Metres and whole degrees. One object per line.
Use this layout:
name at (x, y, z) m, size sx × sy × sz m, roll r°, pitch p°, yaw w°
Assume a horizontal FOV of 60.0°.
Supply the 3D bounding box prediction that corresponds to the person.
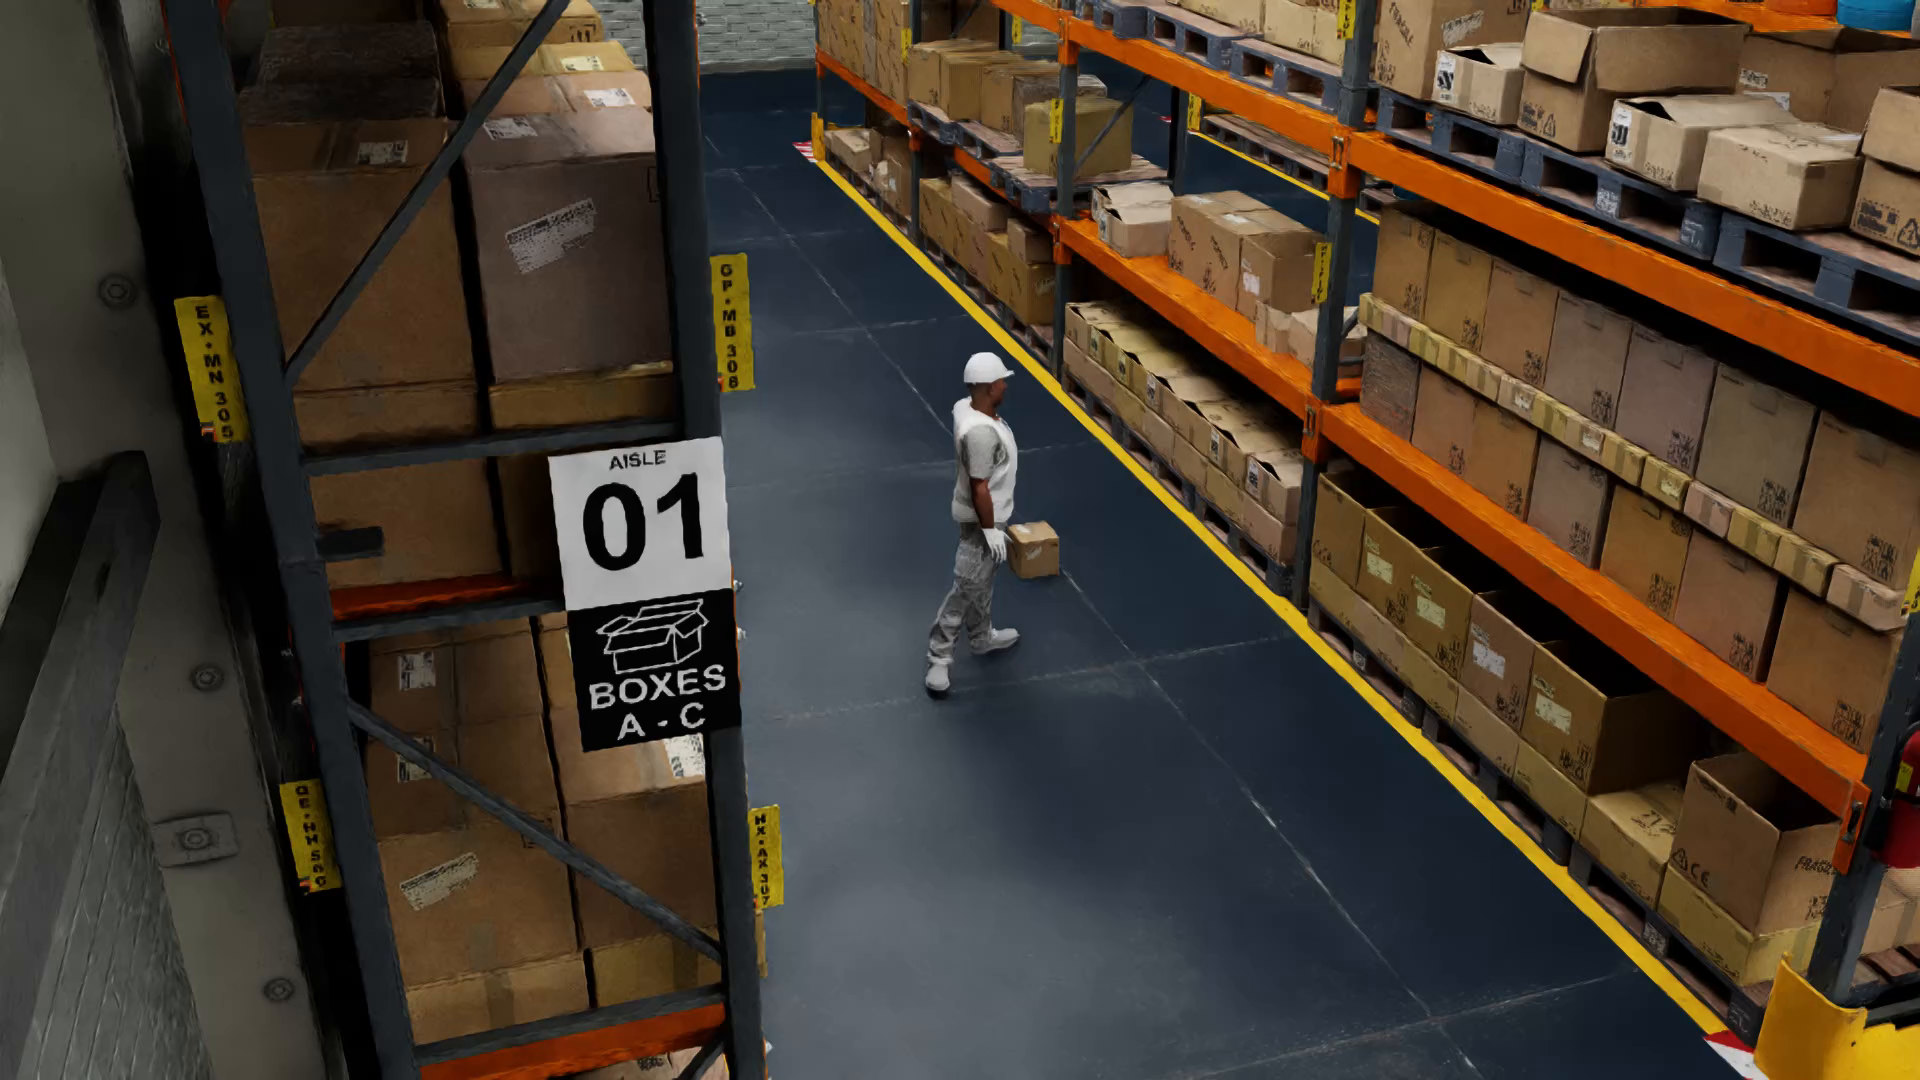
person at (0.071, -0.098, 8.796) m, size 0.501 × 1.787 × 0.714 m, roll 1°, pitch 26°, yaw 2°
